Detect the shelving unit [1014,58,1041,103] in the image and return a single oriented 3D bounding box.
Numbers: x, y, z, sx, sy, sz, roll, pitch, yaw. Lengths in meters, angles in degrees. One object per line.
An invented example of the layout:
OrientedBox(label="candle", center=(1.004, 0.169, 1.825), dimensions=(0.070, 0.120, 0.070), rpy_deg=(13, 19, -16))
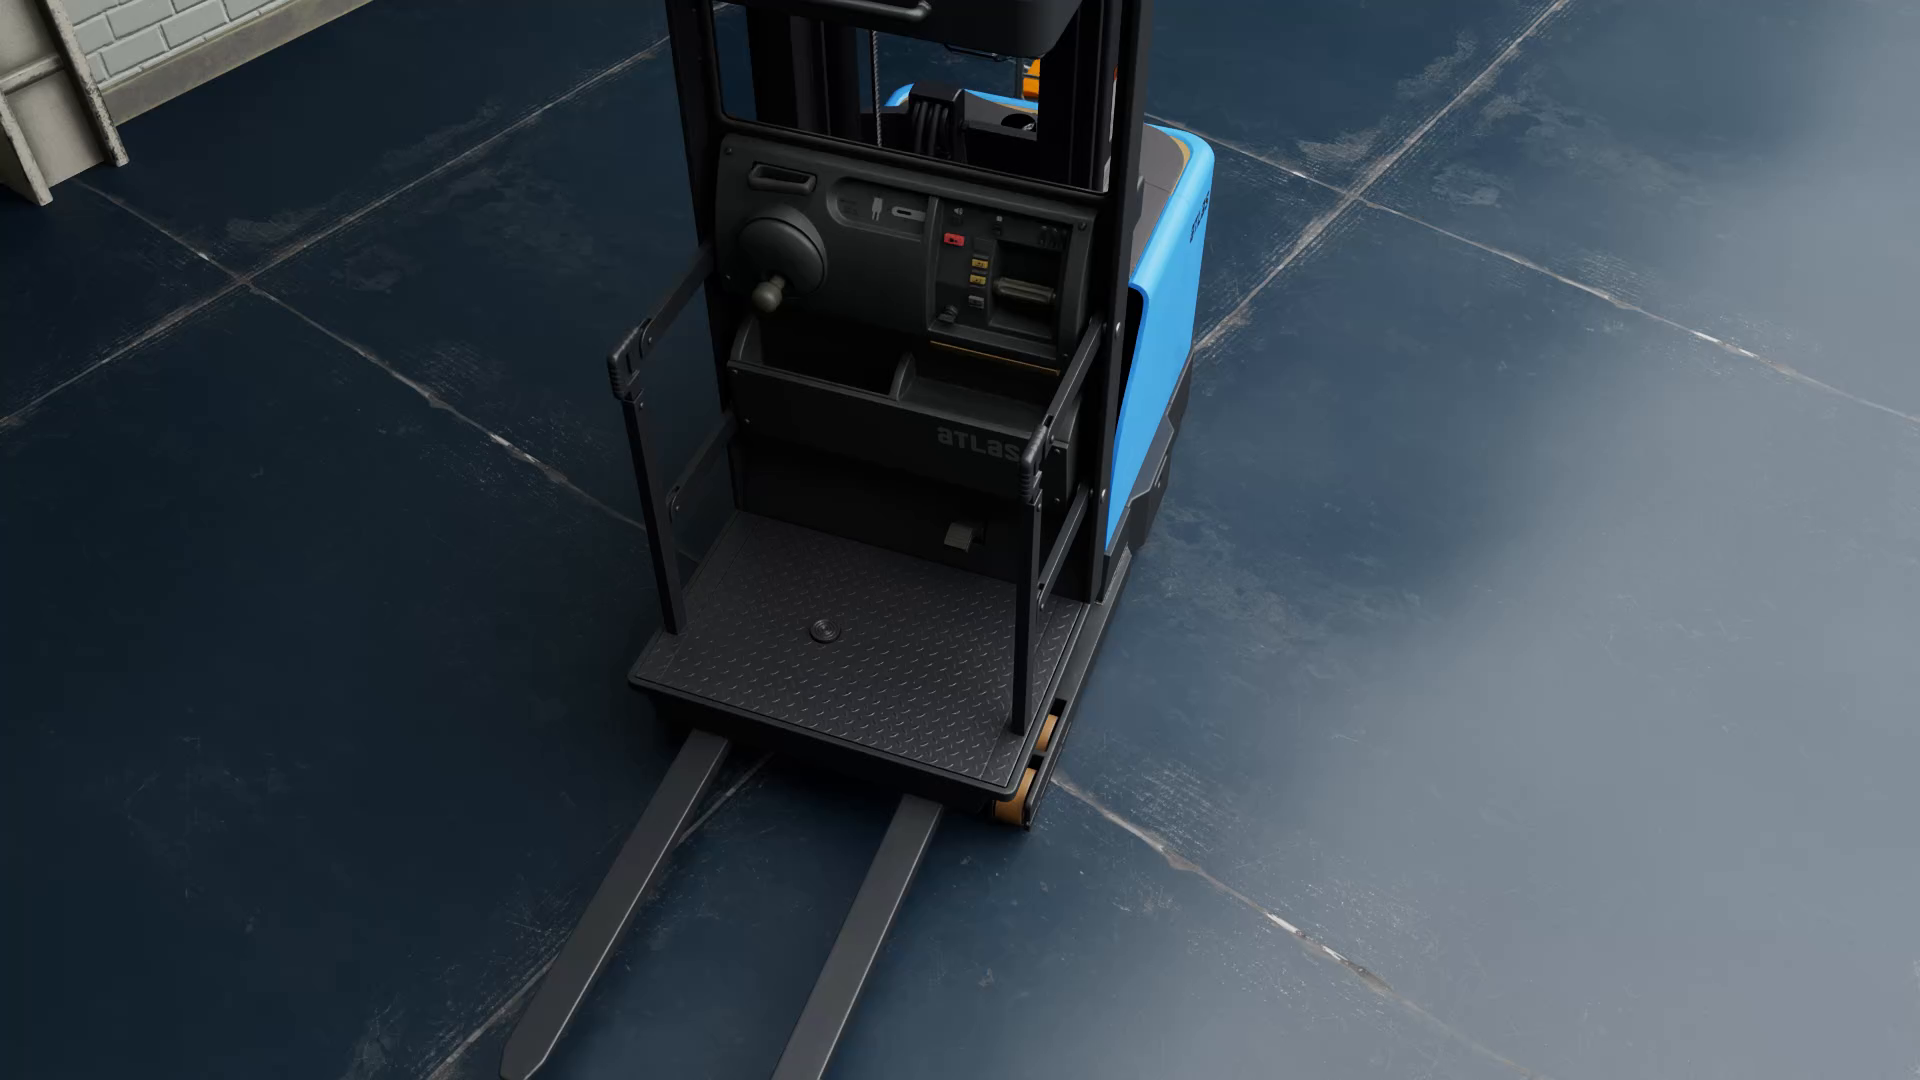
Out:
OrientedBox(label="shelving unit", center=(0.367, -1.203, 5.569), dimensions=(0.258, 1.200, 0.503), rpy_deg=(14, 48, 13))

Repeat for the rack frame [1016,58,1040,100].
OrientedBox(label="rack frame", center=(0.287, -1.036, 5.410), dimensions=(0.240, 1.200, 0.015), rpy_deg=(14, 48, 13))

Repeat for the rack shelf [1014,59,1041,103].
OrientedBox(label="rack shelf", center=(0.367, -1.474, 5.285), dimensions=(0.258, 0.148, 0.480), rpy_deg=(14, 48, 13))

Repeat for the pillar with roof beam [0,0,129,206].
OrientedBox(label="pillar with roof beam", center=(-0.185, -2.689, 1.595), dimensions=(9.100, 9.000, 0.400), rpy_deg=(29, 53, 25))

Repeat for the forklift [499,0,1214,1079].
OrientedBox(label="forklift", center=(-0.217, -0.584, 3.781), dimensions=(1.130, 2.935, 3.031), rpy_deg=(15, 48, 14))
